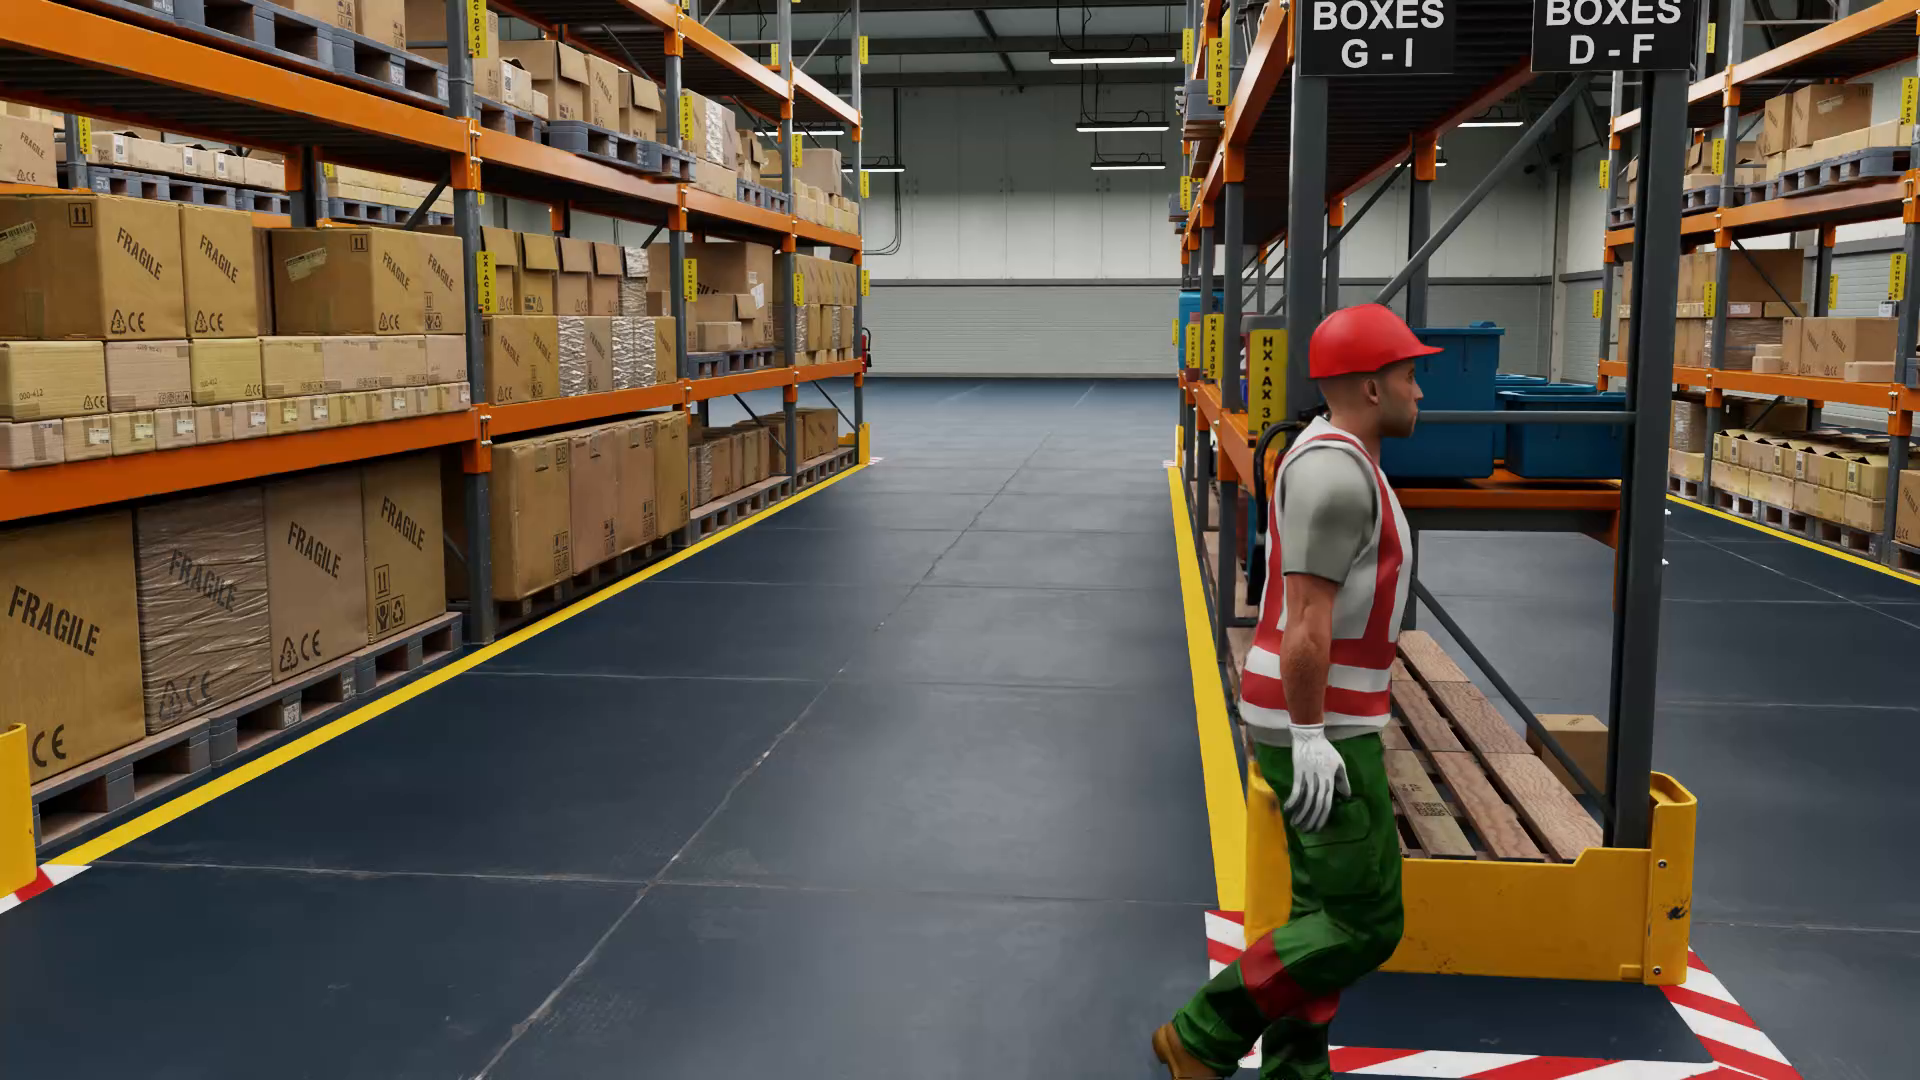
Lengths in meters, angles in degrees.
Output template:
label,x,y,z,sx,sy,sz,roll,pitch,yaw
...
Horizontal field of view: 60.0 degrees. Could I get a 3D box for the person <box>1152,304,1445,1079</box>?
label,x,y,z,sx,sy,sz,roll,pitch,yaw
person,0.708,0.400,3.507,0.555,1.781,0.589,2,8,13
